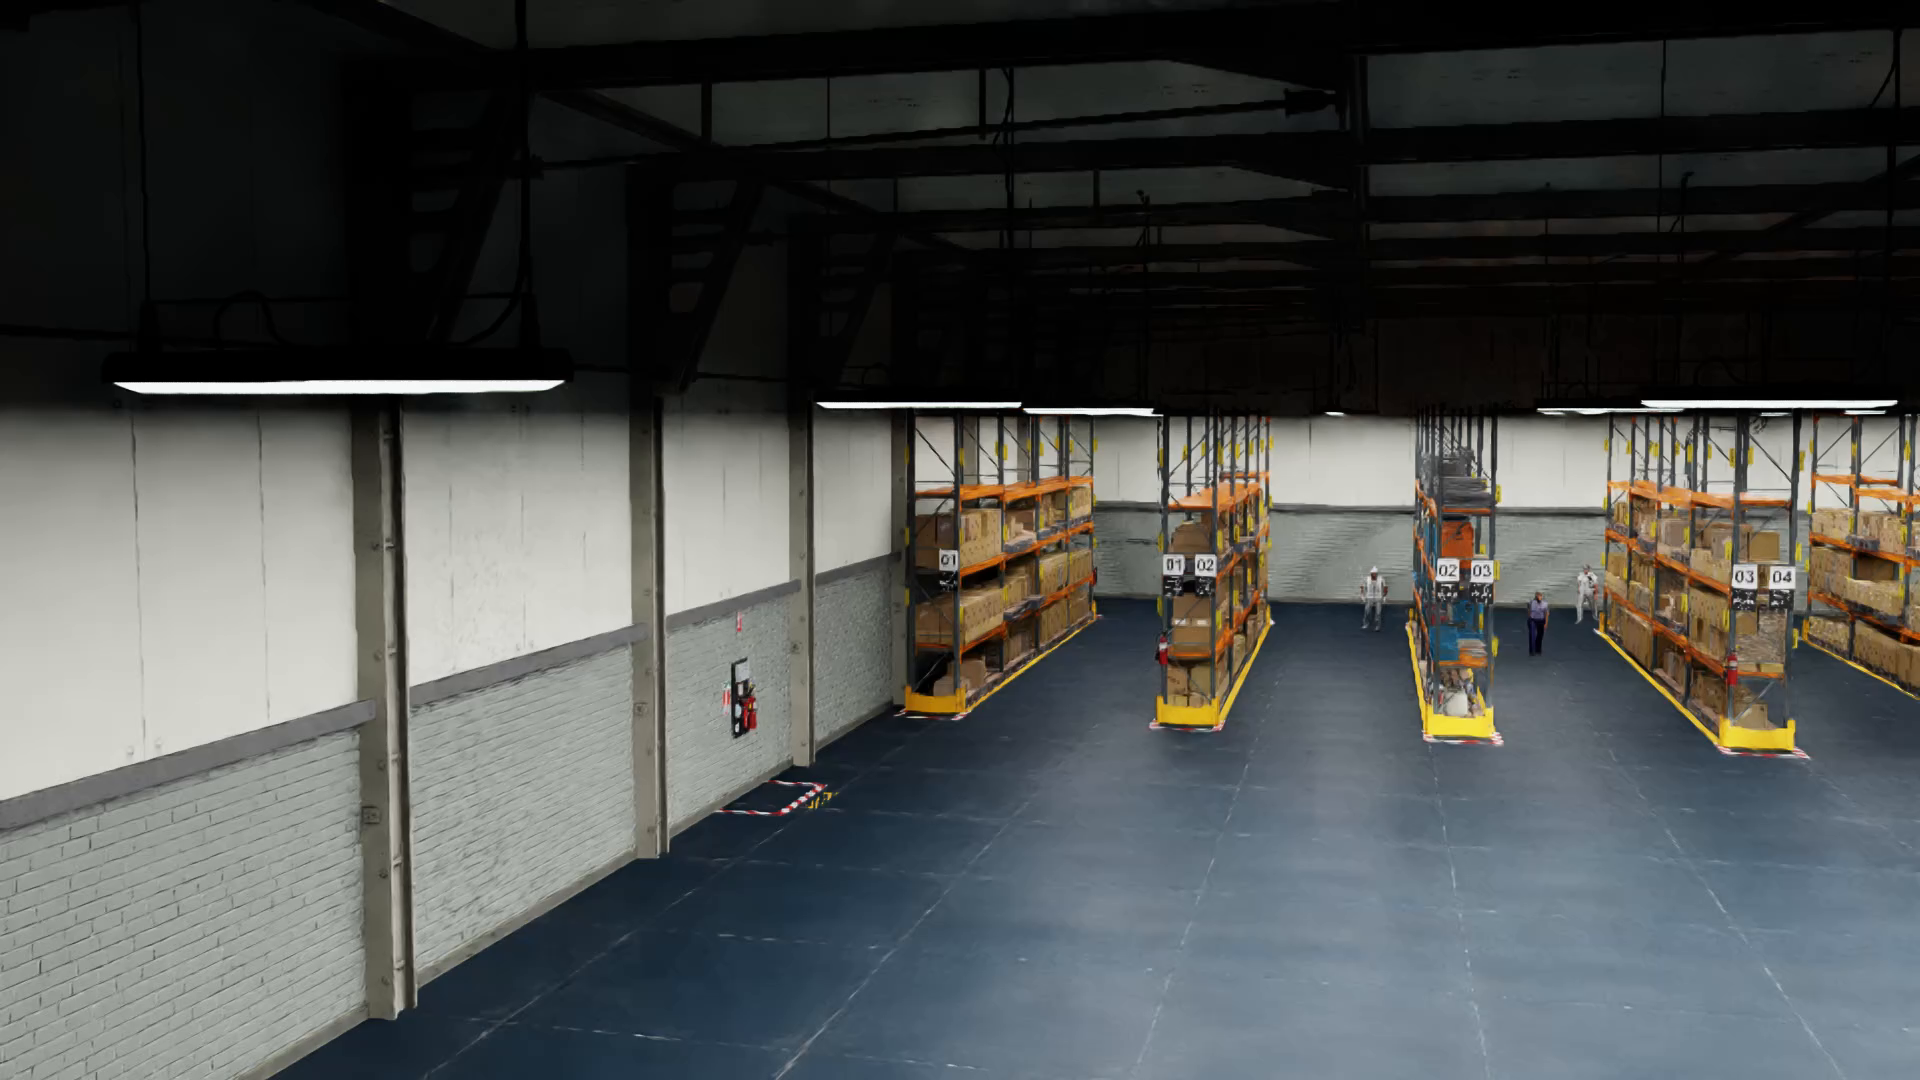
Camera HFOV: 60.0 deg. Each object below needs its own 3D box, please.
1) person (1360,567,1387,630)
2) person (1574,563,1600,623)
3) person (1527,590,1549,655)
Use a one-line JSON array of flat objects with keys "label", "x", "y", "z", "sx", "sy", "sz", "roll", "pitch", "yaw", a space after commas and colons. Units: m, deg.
[{"label": "person", "x": 11.202, "y": 1.587, "z": 45.043, "sx": 0.702, "sy": 1.734, "sz": 0.548, "roll": 1, "pitch": 4, "yaw": 13}, {"label": "person", "x": 17.589, "y": 1.481, "z": 46.593, "sx": 0.585, "sy": 1.697, "sz": 0.977, "roll": 3, "pitch": 5, "yaw": 35}, {"label": "person", "x": 14.019, "y": 1.987, "z": 40.314, "sx": 0.479, "sy": 1.563, "sz": 1.082, "roll": 1, "pitch": 4, "yaw": 12}]
